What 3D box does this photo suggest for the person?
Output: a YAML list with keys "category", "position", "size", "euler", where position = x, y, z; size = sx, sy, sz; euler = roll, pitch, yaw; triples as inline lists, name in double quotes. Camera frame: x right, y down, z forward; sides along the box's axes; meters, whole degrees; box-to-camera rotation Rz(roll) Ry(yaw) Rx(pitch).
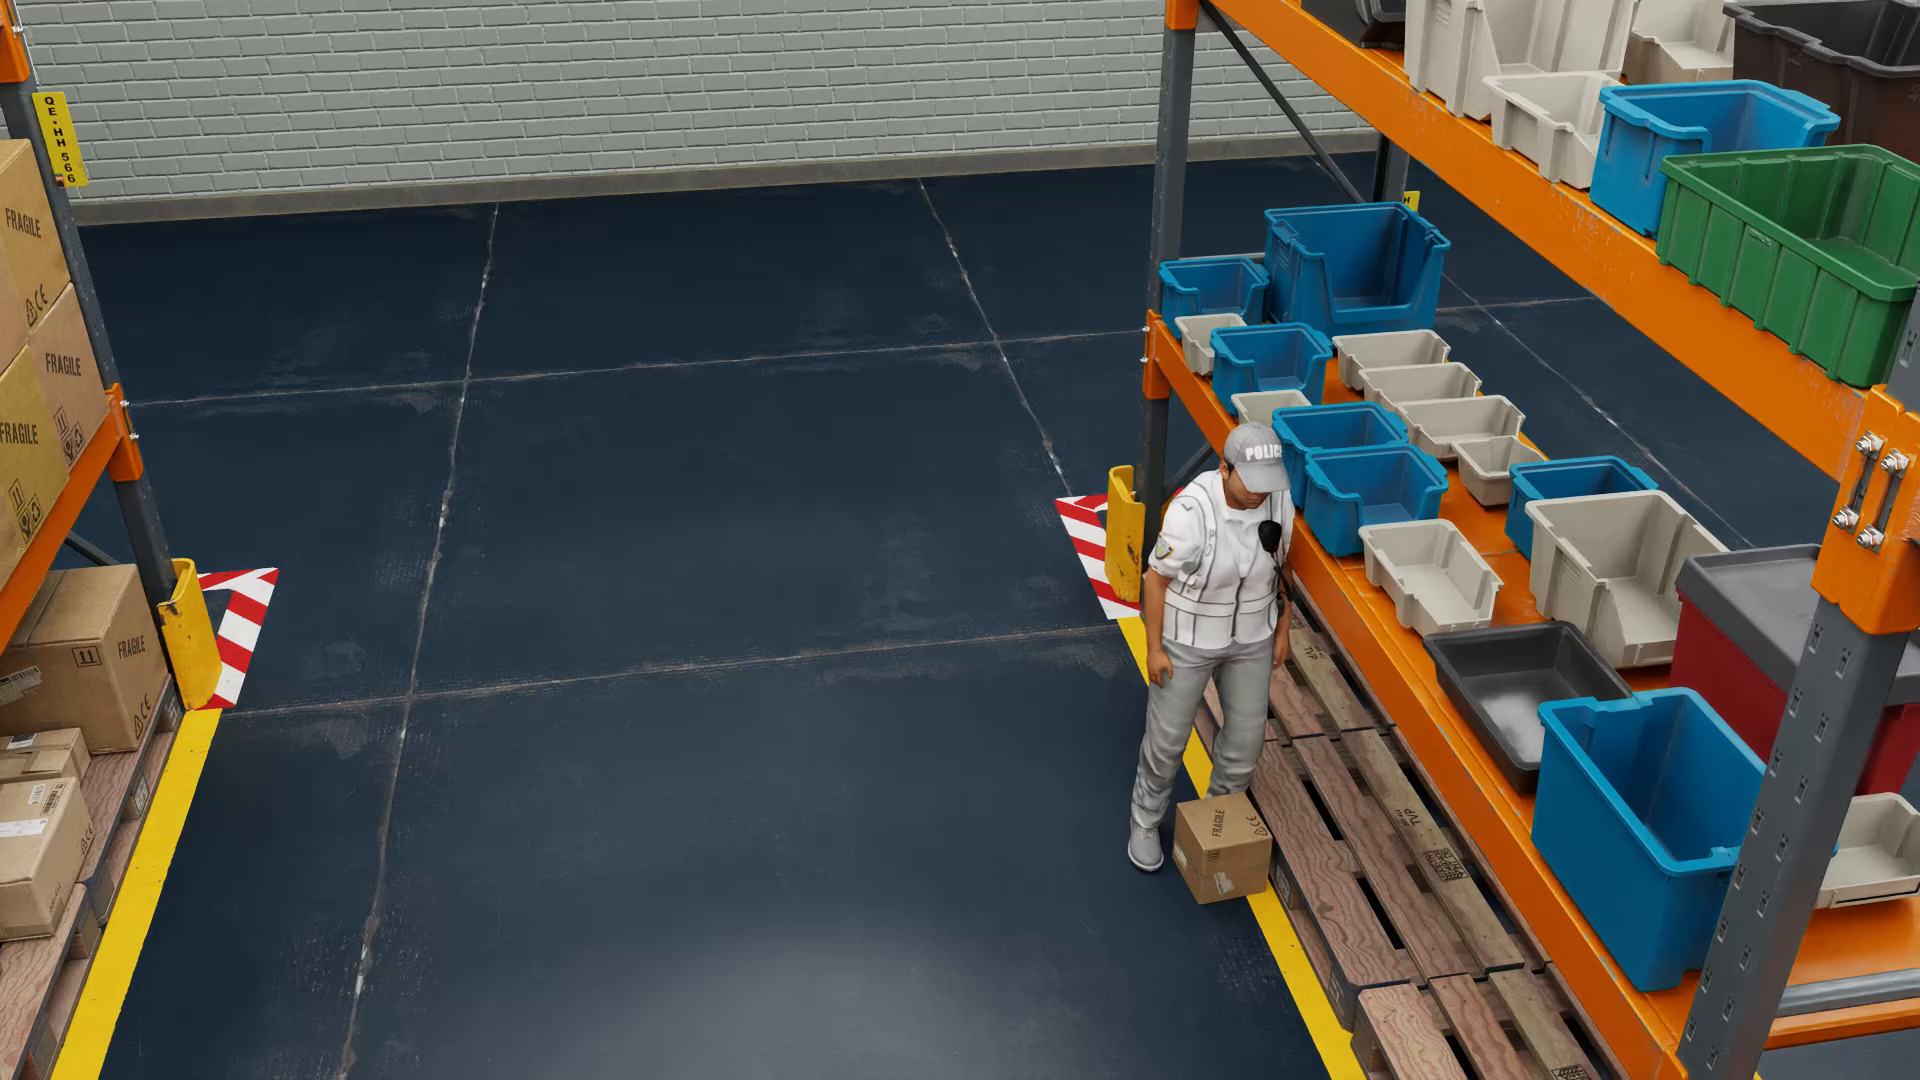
- category: "person"
  position: [0.851, 0.343, 5.552]
  size: [0.563, 1.666, 0.470]
  euler: [-8, 32, -13]
